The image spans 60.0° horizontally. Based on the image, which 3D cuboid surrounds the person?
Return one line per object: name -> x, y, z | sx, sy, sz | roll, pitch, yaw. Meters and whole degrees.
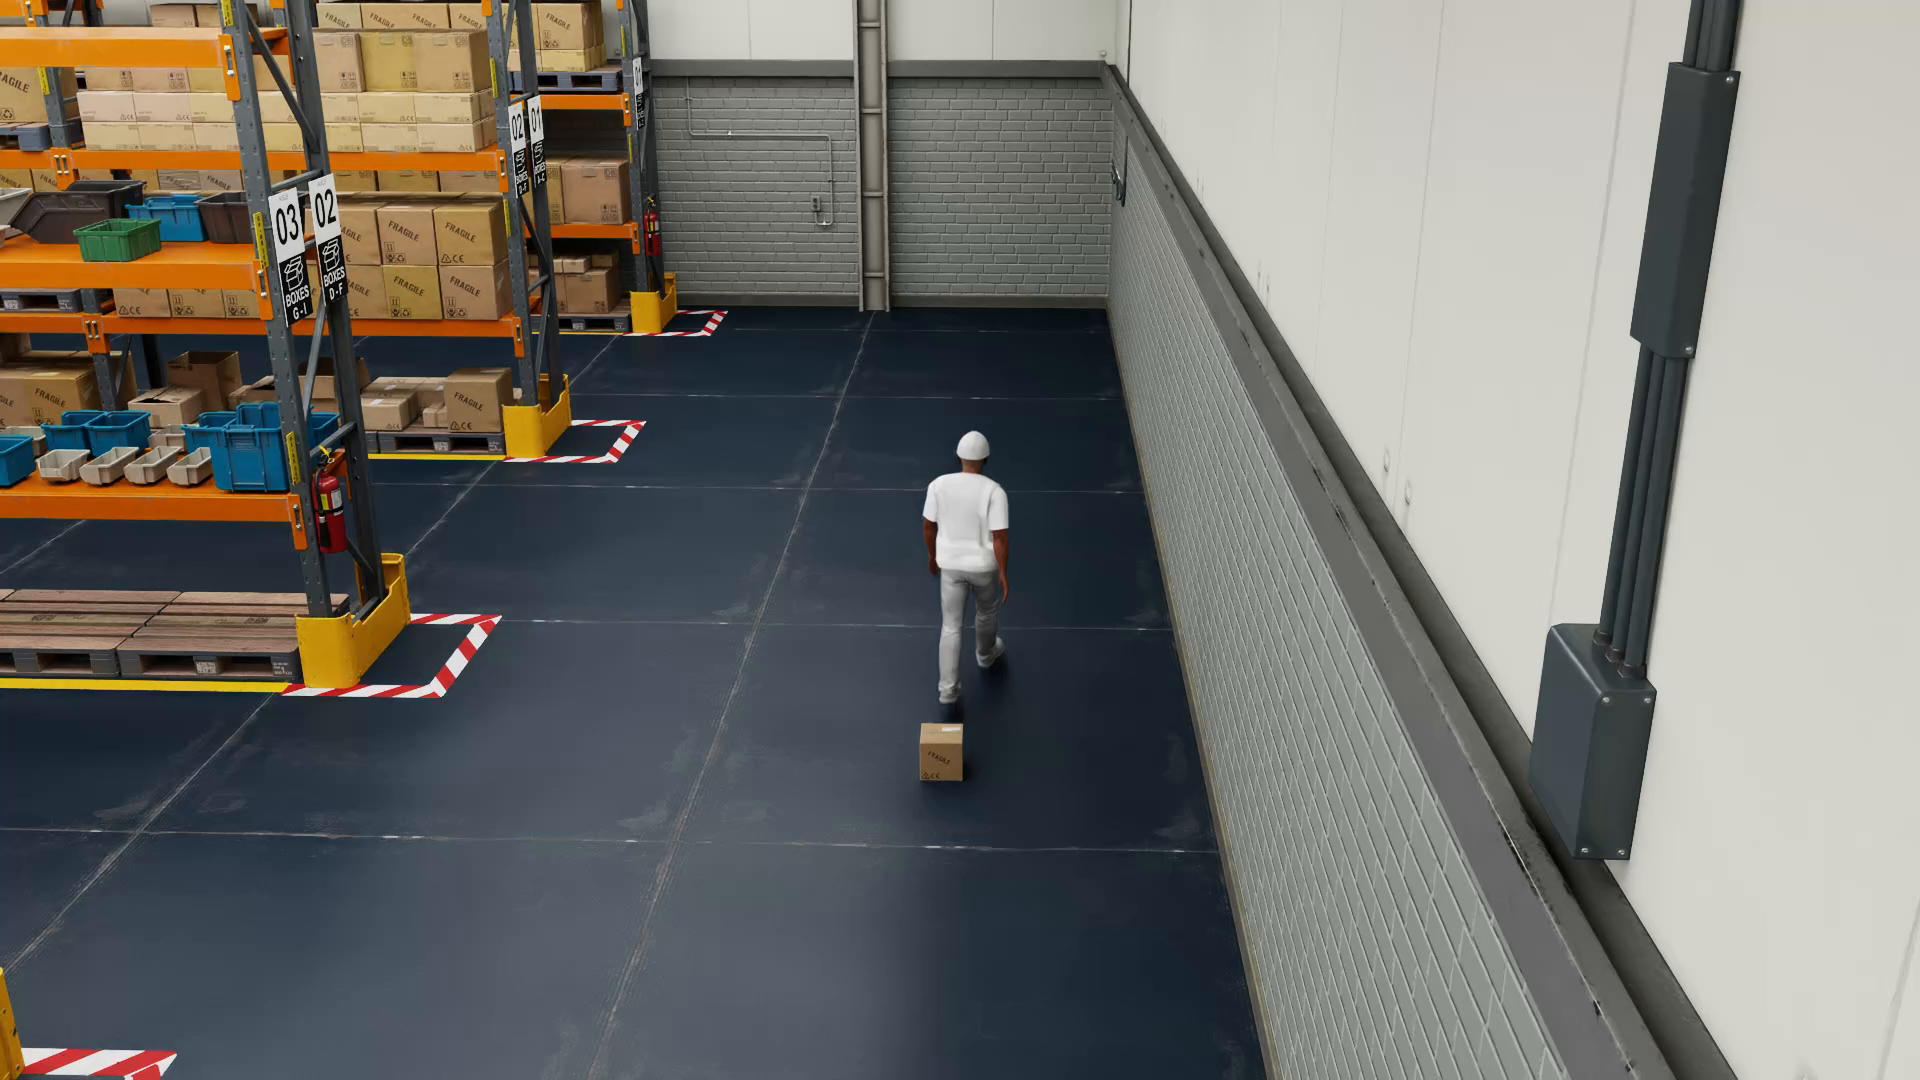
person -> 0.048, 0.143, 10.703 | 0.600, 1.717, 1.073 | 4, 21, 10
